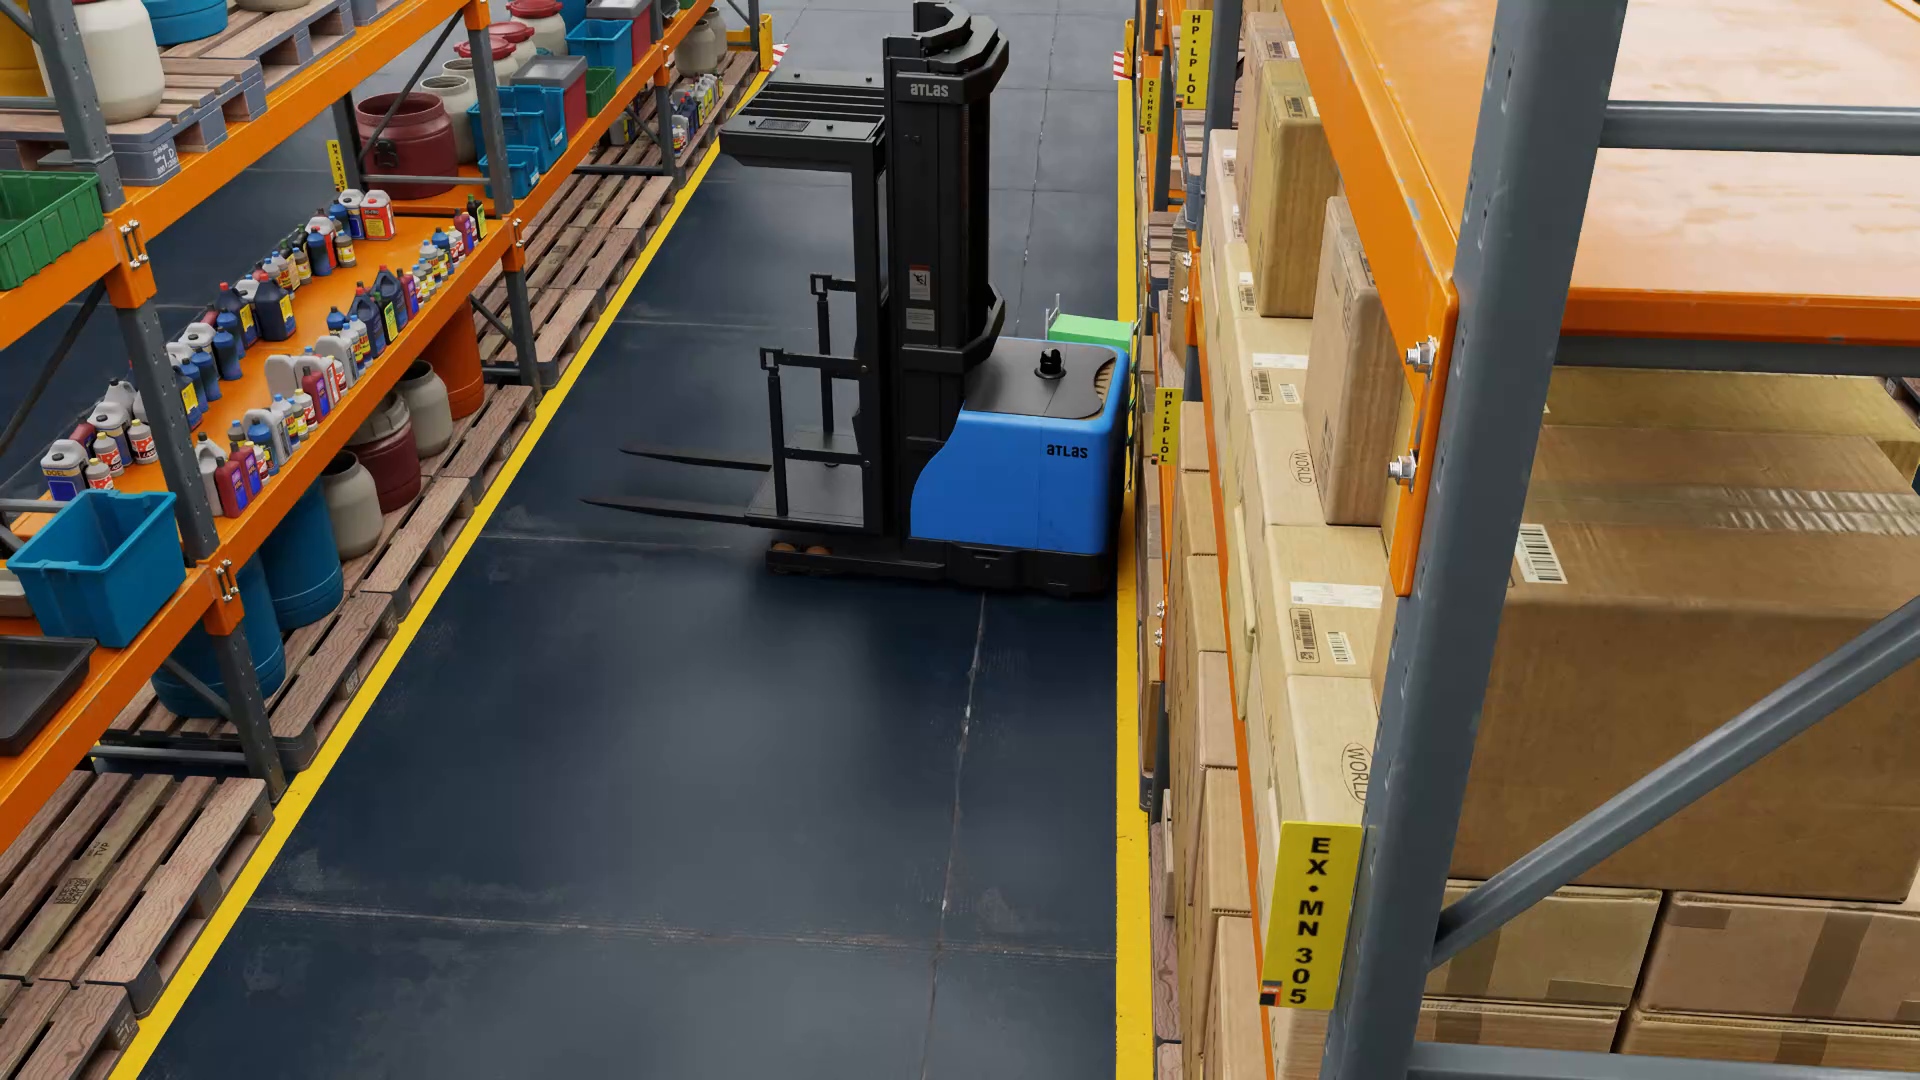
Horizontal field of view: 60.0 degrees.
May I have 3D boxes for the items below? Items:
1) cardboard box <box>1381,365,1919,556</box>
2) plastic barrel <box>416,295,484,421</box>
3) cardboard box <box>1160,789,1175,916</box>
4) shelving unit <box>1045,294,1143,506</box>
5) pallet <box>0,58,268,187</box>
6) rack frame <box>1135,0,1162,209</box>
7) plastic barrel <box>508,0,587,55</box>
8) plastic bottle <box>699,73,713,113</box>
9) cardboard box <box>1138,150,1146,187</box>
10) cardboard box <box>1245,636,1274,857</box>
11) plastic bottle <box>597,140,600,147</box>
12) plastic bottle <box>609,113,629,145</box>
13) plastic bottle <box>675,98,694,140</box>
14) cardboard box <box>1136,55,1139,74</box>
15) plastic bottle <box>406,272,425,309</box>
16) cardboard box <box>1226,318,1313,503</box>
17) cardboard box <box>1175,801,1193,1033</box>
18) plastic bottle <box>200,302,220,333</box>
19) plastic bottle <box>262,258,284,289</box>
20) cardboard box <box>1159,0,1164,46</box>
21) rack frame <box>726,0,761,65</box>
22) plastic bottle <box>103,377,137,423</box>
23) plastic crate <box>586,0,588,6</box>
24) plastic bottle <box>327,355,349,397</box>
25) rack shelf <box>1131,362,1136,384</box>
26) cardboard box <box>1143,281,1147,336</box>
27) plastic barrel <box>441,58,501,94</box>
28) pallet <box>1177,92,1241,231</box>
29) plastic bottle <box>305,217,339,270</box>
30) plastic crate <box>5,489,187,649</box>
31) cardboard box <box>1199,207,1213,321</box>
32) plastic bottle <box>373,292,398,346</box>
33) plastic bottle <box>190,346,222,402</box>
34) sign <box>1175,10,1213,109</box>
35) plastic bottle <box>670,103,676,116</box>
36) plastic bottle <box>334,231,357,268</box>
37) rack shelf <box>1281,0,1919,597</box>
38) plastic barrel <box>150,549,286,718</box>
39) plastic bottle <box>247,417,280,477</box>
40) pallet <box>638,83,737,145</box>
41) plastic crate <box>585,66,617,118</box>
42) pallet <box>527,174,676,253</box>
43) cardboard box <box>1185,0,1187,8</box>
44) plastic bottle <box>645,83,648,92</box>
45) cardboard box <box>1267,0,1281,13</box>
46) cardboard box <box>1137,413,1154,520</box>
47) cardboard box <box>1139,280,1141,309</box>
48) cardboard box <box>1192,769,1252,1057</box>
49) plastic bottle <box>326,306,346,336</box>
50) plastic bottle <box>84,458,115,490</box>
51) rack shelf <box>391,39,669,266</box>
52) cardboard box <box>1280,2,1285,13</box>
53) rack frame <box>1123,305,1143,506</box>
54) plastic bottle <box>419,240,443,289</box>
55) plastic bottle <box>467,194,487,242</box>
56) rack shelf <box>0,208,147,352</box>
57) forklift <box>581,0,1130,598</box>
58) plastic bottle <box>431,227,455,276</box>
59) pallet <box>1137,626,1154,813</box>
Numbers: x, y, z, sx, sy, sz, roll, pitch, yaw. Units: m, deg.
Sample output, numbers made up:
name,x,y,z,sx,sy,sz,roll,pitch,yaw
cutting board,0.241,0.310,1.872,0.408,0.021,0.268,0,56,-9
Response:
name,x,y,z,sx,sy,sz,roll,pitch,yaw
cardboard box,1.156,-0.091,2.911,0.700,0.500,0.500,2,32,4
plastic barrel,-3.302,-1.213,10.308,0.600,0.830,0.708,2,32,4
cardboard box,1.082,1.258,6.774,0.500,0.311,0.500,2,32,4
shelving unit,0.759,-0.799,9.683,0.503,1.200,0.258,10,33,15
pallet,-3.639,-1.734,6.806,1.213,0.211,1.003,2,32,4
rack frame,1.983,-4.093,13.313,1.000,3.000,0.127,2,32,4
plastic barrel,-3.287,-4.331,13.221,0.600,0.901,0.708,2,32,4
plastic bottle,-2.409,-4.189,15.574,0.144,0.351,0.185,4,32,6
cardboard box,1.655,-2.873,13.019,0.500,0.311,0.500,2,32,3
cardboard box,0.837,0.428,3.261,0.500,0.250,0.500,2,32,4
plastic bottle,-3.243,-3.603,14.688,0.061,0.283,0.133,4,32,6
plastic bottle,-3.045,-3.709,14.795,0.144,0.351,0.185,2,32,4
plastic bottle,-2.474,-3.770,14.895,0.144,0.351,0.185,3,32,5
cardboard box,2.006,-4.660,16.454,0.500,0.250,0.500,2,32,4
plastic bottle,-2.989,-1.364,9.074,0.097,0.201,0.097,0,32,0
cardboard box,0.913,-0.308,3.979,0.500,0.250,0.500,2,32,4
cardboard box,0.897,1.098,4.794,0.500,0.500,0.500,2,32,3
plastic bottle,-3.821,-1.063,8.507,0.061,0.283,0.133,2,32,4
plastic bottle,-3.749,-1.405,9.074,0.097,0.271,0.097,0,32,0
cardboard box,2.013,-4.368,13.663,0.700,0.500,0.500,2,32,3
rack frame,-2.628,-6.398,17.053,1.000,3.000,0.127,2,32,4
plastic bottle,-3.856,-0.597,7.687,0.144,0.351,0.185,2,32,4
plastic crate,-3.134,-4.834,14.656,0.499,0.251,0.616,2,32,4
plastic bottle,-3.076,-0.808,8.172,0.097,0.201,0.097,0,32,0
rack shelf,0.759,-0.949,9.591,0.480,0.148,0.258,10,33,15
cardboard box,1.454,-1.533,10.844,0.500,0.311,0.500,3,32,5
plastic barrel,-3.374,-3.030,11.481,0.421,0.512,0.421,0,32,0
pallet,1.455,-1.445,6.336,1.213,0.211,1.003,2,32,4
plastic bottle,-3.675,-1.708,9.560,0.152,0.276,0.135,2,32,4
plastic crate,-3.303,0.117,6.440,0.392,0.384,0.575,2,32,4
cardboard box,1.045,-0.879,5.382,0.500,0.250,0.500,2,32,4
plastic bottle,-3.006,-1.171,8.683,0.061,0.283,0.133,2,32,4
plastic bottle,-3.688,-0.818,8.121,0.097,0.271,0.097,0,32,0
sign,0.778,-1.596,5.534,0.100,0.325,0.005,2,32,4
plastic bottle,-2.618,-3.777,14.905,0.144,0.351,0.185,2,32,4
plastic bottle,-3.549,-1.680,9.587,0.097,0.201,0.097,0,32,0
rack shelf,1.169,-1.110,3.443,1.077,0.370,4.000,2,32,4
plastic barrel,-3.544,0.307,7.772,0.600,0.901,0.708,2,32,4
plastic bottle,-3.140,-0.424,7.482,0.097,0.271,0.097,0,32,0
pallet,-2.761,-4.108,15.996,1.003,0.211,1.213,2,32,4
plastic crate,-2.814,-3.294,12.218,0.450,0.188,0.662,2,32,4
pallet,-2.979,-2.707,13.722,1.003,0.211,1.213,2,32,4
cardboard box,1.655,-3.091,8.733,0.910,0.500,0.500,2,32,4
plastic bottle,-3.086,-4.489,16.137,0.097,0.271,0.097,0,32,0
cardboard box,1.446,-1.711,5.997,0.600,0.600,0.600,0,32,-1
cardboard box,1.252,-0.363,9.223,0.500,0.500,0.500,2,32,3
cardboard box,1.539,-1.828,11.857,0.500,0.250,0.500,3,32,5
cardboard box,0.846,0.934,4.108,0.500,0.500,0.500,3,32,5
plastic bottle,-3.185,-1.067,8.525,0.097,0.271,0.097,0,32,0
plastic bottle,-3.769,-0.263,7.287,0.097,0.201,0.097,0,32,0
rack shelf,-3.117,-2.954,12.151,1.077,0.370,4.000,2,32,4
cardboard box,1.330,-1.399,5.034,0.700,0.500,0.500,2,32,4
rack frame,0.991,-0.760,9.619,0.015,1.200,0.240,10,33,15
plastic bottle,-2.965,-1.547,9.303,0.097,0.271,0.097,0,32,0
plastic bottle,-2.887,-1.935,9.923,0.061,0.283,0.133,2,32,4
rack shelf,-3.768,-0.048,4.576,1.077,0.370,4.000,2,32,4
forklift,-0.615,-1.310,8.861,3.031,2.935,1.130,6,32,9
plastic bottle,-2.949,-1.648,9.469,0.097,0.271,0.097,0,32,0
pallet,1.360,0.850,7.949,1.003,0.211,1.213,2,32,4
